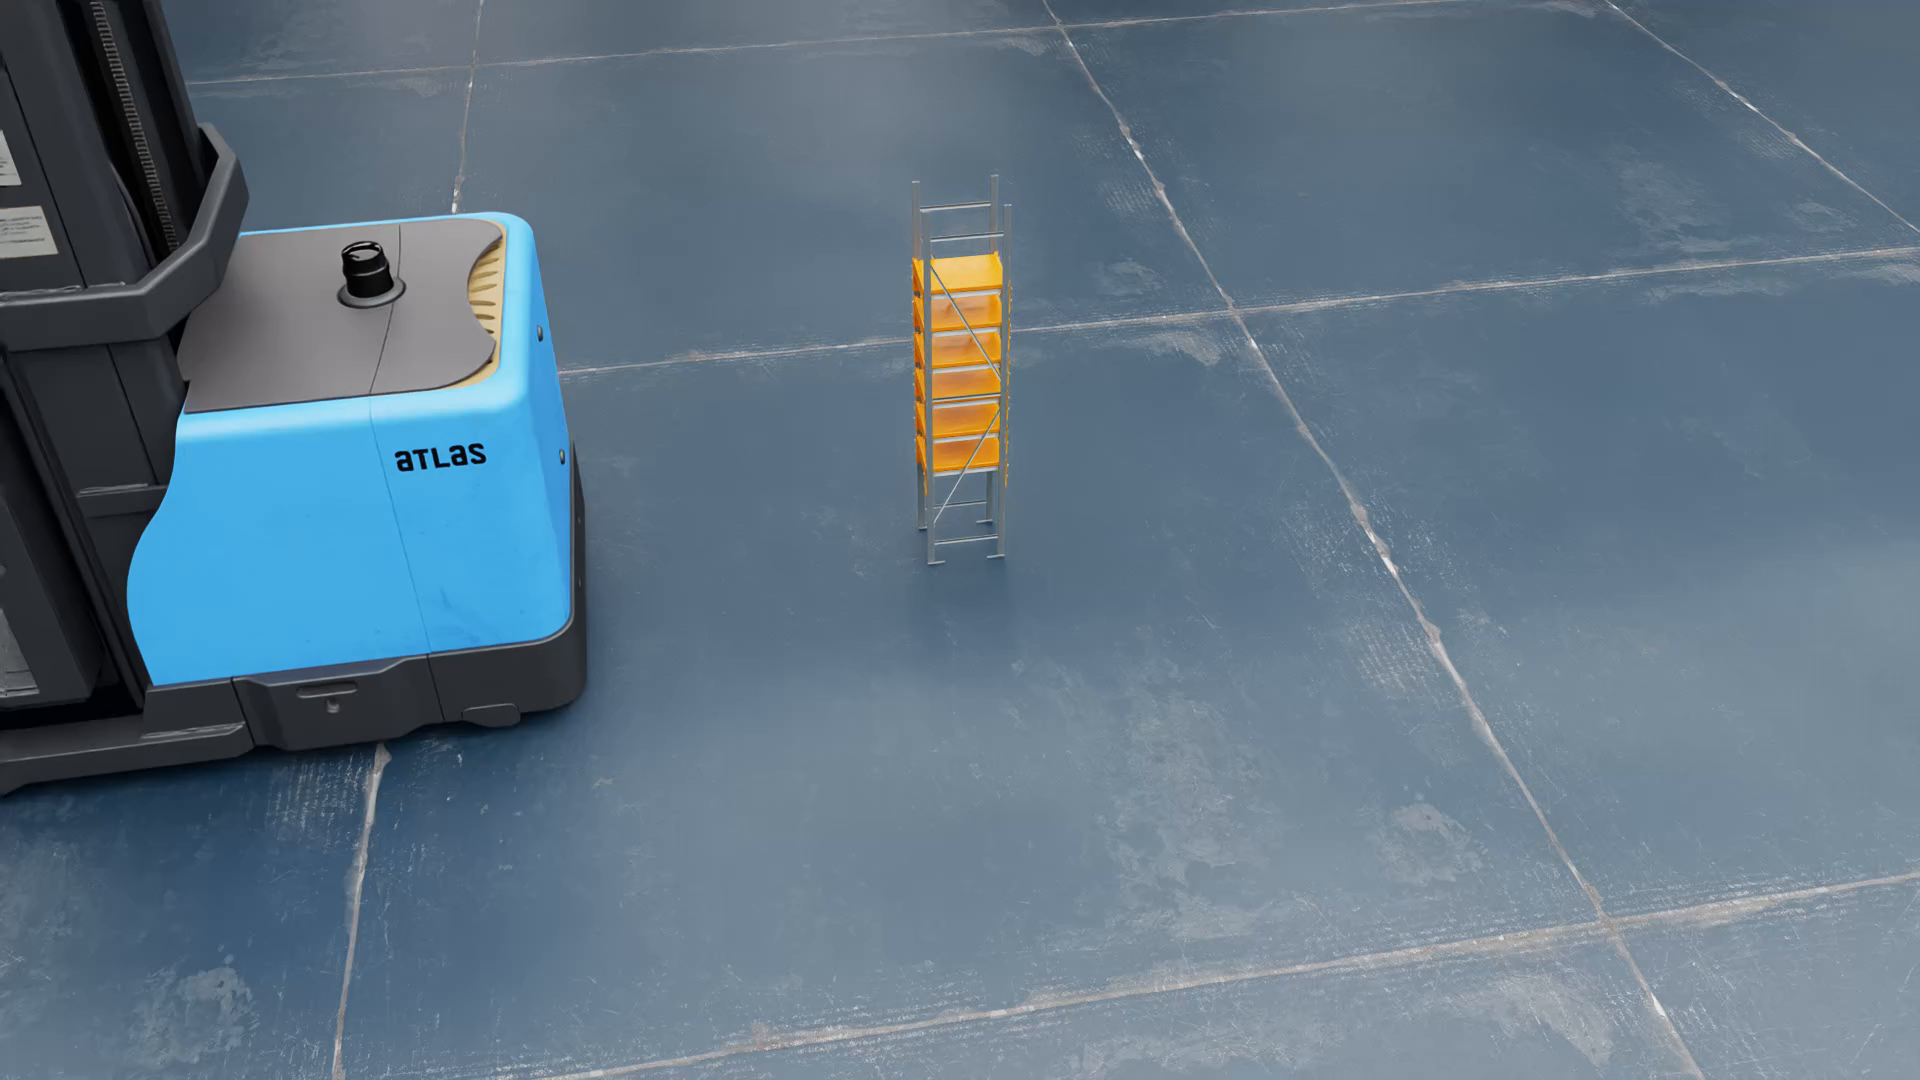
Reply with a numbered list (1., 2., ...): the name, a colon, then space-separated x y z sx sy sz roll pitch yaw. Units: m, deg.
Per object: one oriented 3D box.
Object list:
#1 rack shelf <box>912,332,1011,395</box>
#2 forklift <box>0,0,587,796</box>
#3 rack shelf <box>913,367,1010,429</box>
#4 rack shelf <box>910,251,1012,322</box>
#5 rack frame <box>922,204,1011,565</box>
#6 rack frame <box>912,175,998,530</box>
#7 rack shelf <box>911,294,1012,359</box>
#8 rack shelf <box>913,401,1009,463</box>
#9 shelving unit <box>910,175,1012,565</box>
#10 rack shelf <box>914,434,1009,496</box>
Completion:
1. rack shelf: 0.003 -0.525 4.824 0.258 0.103 0.180 -6 38 -8
2. forklift: -2.606 -0.795 3.884 3.031 2.935 1.130 -7 38 -8
3. rack shelf: 0.003 -0.430 4.898 0.258 0.103 0.180 -6 38 -8
4. rack shelf: 0.003 -0.714 4.677 0.258 0.103 0.180 -6 38 -8
5. rack frame: 0.019 -0.410 4.800 0.240 1.200 0.006 -6 38 -8
6. rack frame: -0.014 -0.520 4.942 0.240 1.200 0.006 -6 38 -8
7. rack shelf: 0.003 -0.620 4.751 0.258 0.103 0.180 -6 38 -8
8. rack shelf: 0.003 -0.335 4.972 0.258 0.103 0.180 -6 38 -8
9. shelving unit: 0.003 -0.465 4.871 0.258 1.200 0.189 -6 38 -8
10. rack shelf: 0.003 -0.240 5.045 0.258 0.103 0.180 -6 38 -8
